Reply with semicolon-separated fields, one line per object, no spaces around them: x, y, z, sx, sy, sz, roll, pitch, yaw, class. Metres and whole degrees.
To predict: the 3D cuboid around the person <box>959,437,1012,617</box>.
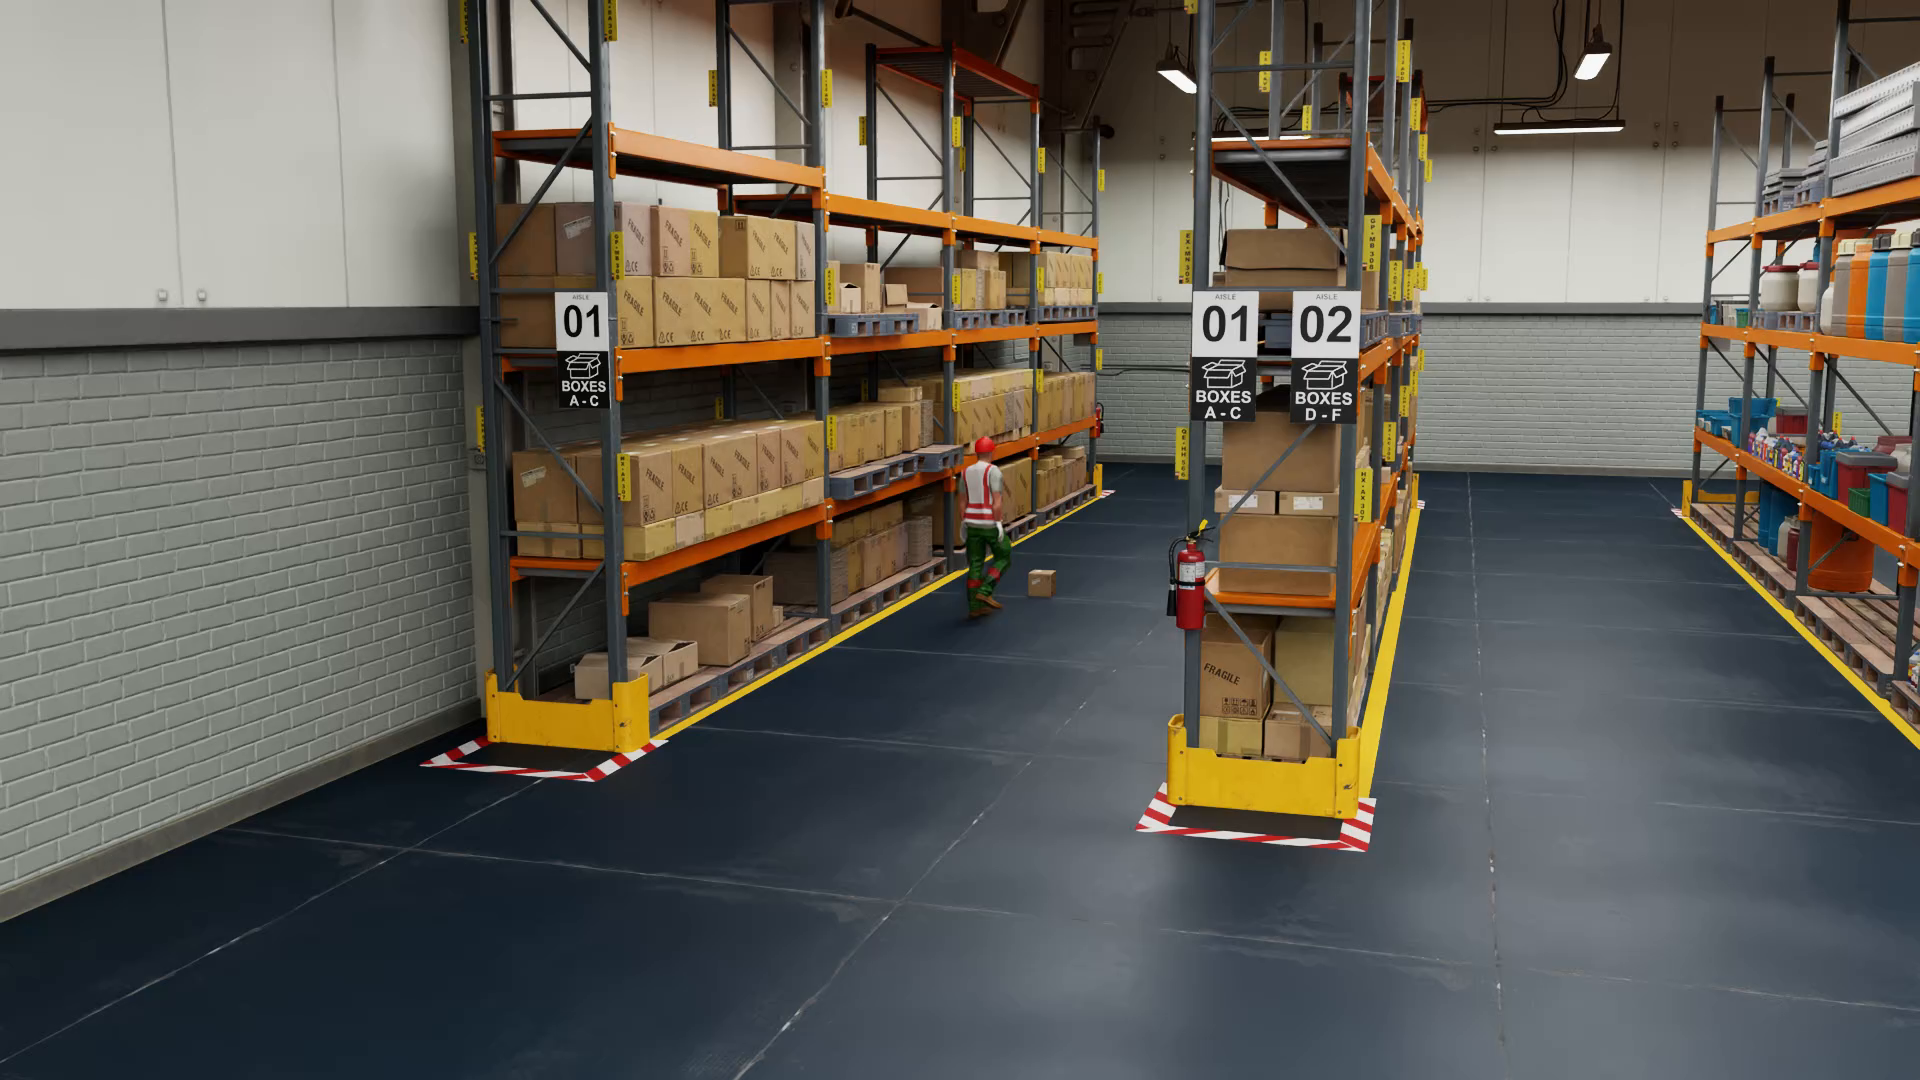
0.227;-0.137;16.606;0.585;1.777;0.501;6;10;35;person
